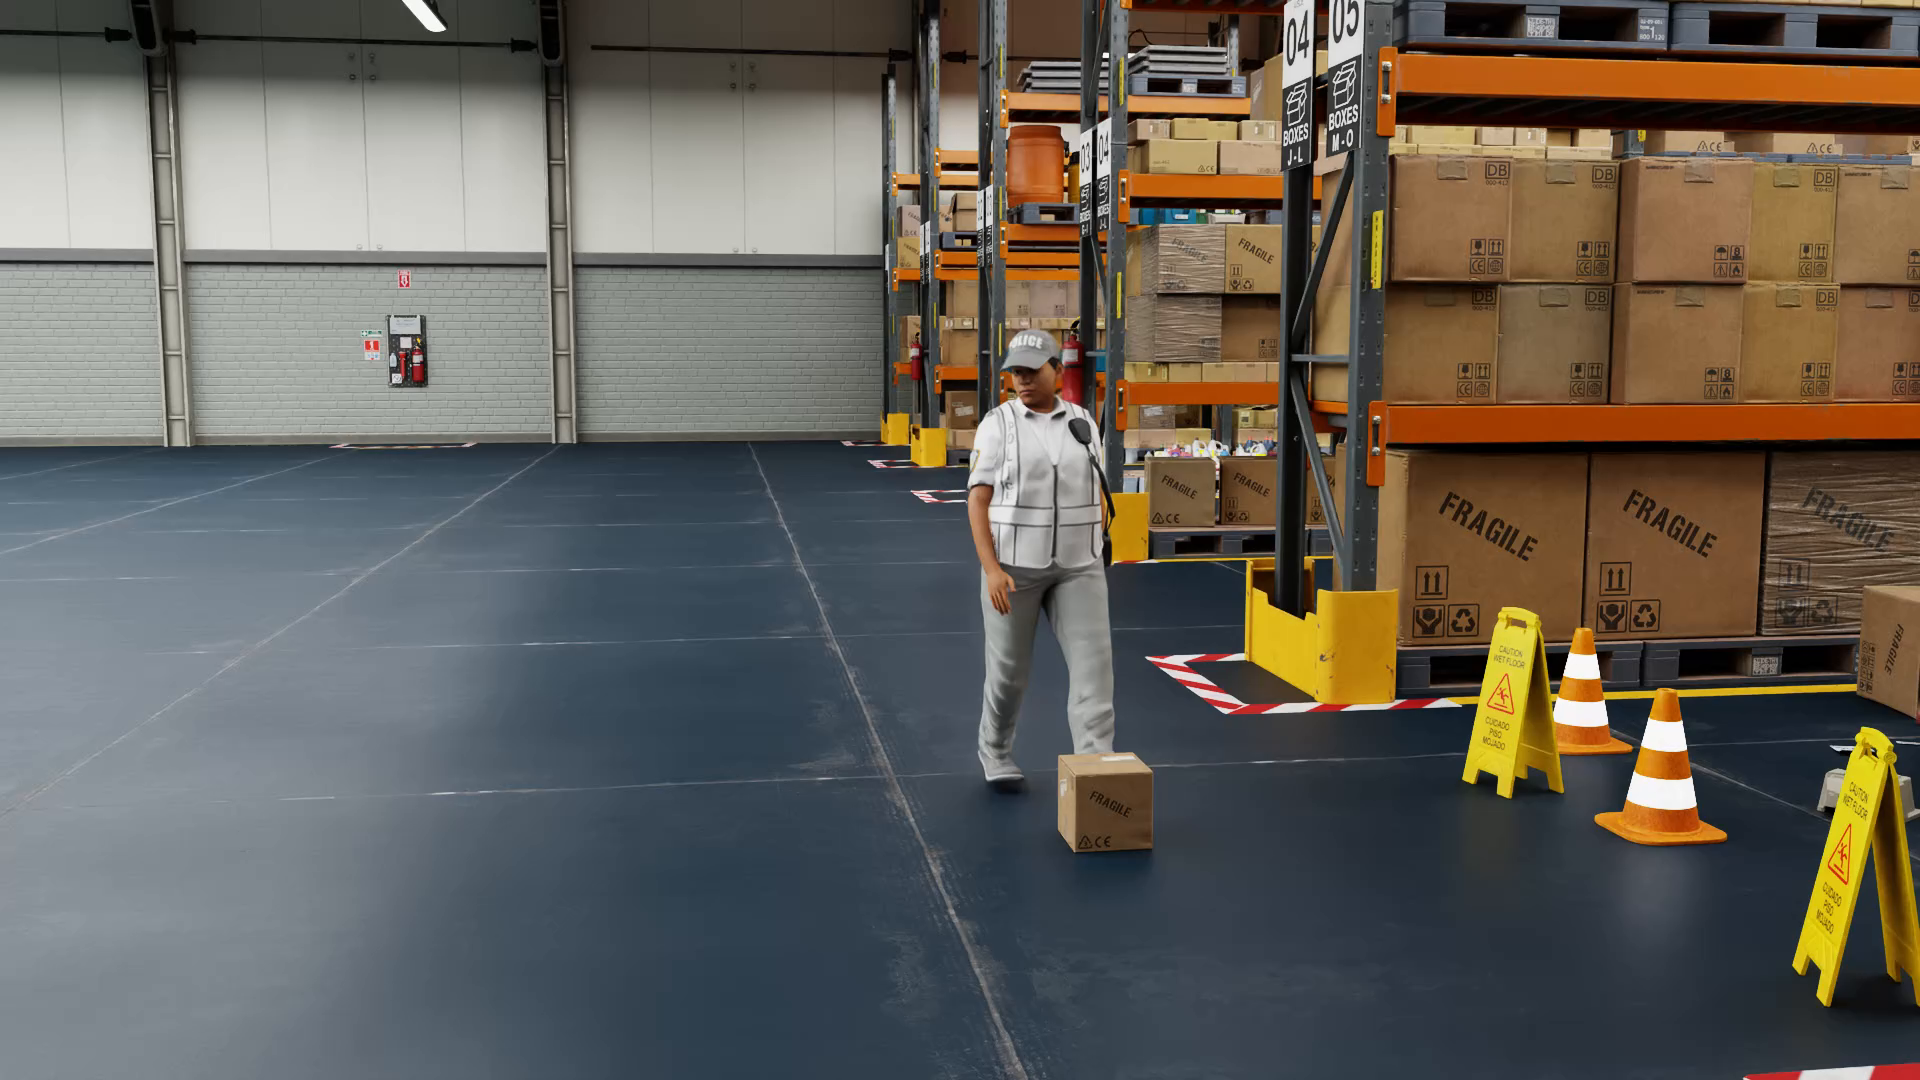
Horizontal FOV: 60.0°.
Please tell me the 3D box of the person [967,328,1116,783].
[{"bbox_3d":[0.292,0.100,5.561,0.505,1.607,0.942,-1,7,-10],"label":"person"}]
